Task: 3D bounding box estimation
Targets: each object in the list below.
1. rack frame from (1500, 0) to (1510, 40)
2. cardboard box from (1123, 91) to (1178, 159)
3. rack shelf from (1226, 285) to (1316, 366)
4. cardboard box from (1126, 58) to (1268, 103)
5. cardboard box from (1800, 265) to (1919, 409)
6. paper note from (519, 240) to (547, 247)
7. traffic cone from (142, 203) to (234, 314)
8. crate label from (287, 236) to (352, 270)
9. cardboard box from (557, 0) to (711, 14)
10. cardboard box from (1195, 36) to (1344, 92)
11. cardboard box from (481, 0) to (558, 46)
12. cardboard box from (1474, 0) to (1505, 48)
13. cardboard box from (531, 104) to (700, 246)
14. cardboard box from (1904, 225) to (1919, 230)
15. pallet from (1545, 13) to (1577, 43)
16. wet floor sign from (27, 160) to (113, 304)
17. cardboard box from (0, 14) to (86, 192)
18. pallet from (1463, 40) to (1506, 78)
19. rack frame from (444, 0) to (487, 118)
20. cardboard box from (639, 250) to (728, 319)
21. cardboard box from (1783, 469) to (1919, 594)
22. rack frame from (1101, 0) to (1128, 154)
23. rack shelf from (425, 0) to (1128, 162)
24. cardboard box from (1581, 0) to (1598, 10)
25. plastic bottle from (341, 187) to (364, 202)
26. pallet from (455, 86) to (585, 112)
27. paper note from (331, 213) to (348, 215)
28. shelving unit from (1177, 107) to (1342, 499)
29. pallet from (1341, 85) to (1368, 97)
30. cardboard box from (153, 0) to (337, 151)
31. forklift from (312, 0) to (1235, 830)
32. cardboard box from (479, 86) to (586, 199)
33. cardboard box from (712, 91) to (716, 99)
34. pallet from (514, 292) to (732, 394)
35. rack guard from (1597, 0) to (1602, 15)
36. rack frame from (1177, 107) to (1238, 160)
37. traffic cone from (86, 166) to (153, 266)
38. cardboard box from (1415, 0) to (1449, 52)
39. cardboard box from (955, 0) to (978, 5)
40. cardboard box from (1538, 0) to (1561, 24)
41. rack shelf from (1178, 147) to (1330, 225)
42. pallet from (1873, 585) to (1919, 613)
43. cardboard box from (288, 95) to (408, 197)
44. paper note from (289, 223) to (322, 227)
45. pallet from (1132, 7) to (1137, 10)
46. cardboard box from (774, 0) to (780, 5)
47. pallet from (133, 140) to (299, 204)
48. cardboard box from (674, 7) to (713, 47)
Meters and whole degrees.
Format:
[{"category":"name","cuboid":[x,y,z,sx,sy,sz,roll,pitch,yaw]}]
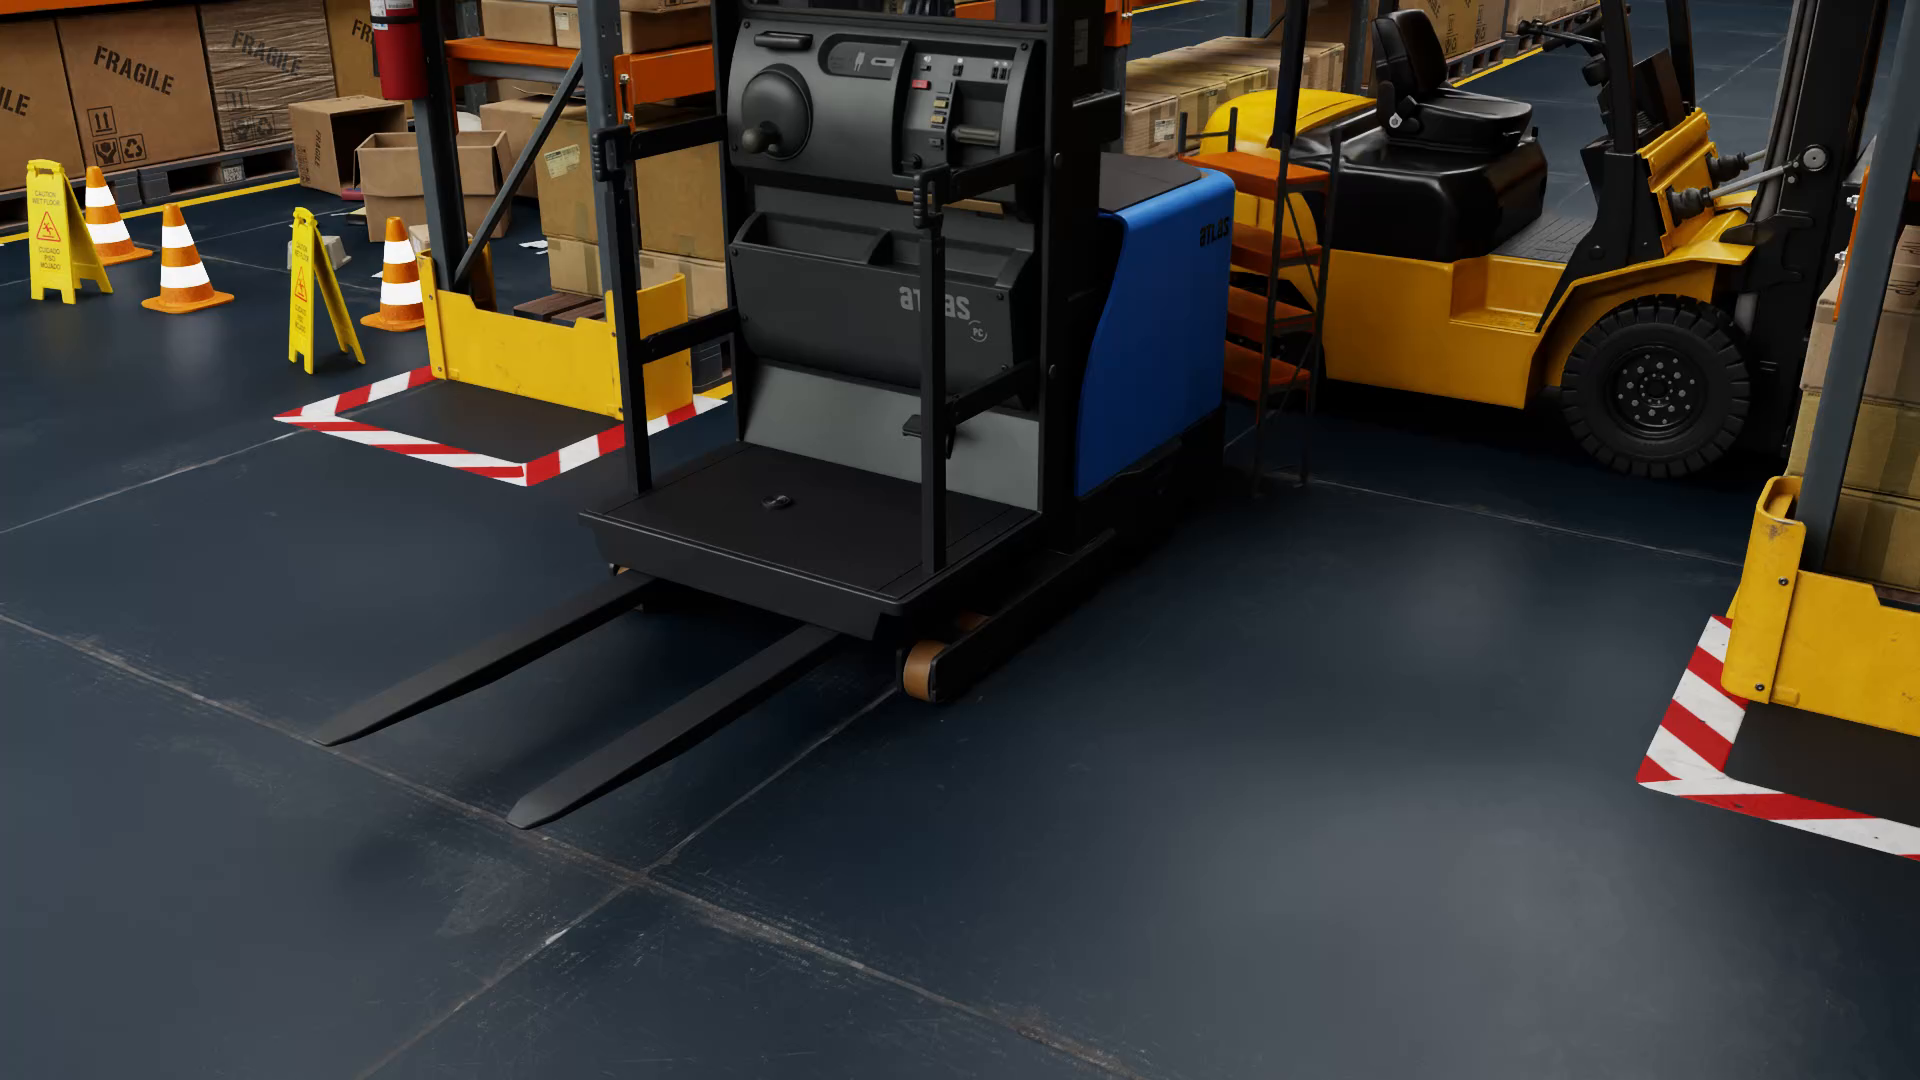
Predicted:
[{"category":"rack frame","cuboid":[4.685,-6.014,15.367,1.000,3.000,0.127,14,27,29]},{"category":"cardboard box","cuboid":[0.739,-2.479,9.979,0.950,0.372,0.625,14,27,30]},{"category":"rack shelf","cuboid":[0.953,-0.735,5.601,0.258,0.148,0.480,-14,27,-30]},{"category":"cardboard box","cuboid":[1.481,-2.957,11.084,0.950,0.372,0.625,15,28,31]},{"category":"cardboard box","cuboid":[2.552,-0.536,4.386,0.500,0.250,0.500,15,28,31]},{"category":"paper note","cuboid":[-2.262,-1.588,8.894,0.142,0.019,0.148,-17,29,-35]},{"category":"traffic cone","cuboid":[-3.637,-1.333,7.747,0.336,0.463,0.334,14,27,29]},{"category":"crate label","cuboid":[-3.275,-1.462,8.455,0.250,0.136,0.298,1,23,2]},{"category":"cardboard box","cuboid":[-1.160,-2.248,6.168,0.500,0.500,0.500,13,27,28]},{"category":"cardboard box","cuboid":[2.268,-3.462,12.252,0.950,0.372,0.625,12,26,25]},{"category":"cardboard box","cuboid":[-1.630,-2.020,6.456,0.380,0.149,0.250,15,28,31]},{"category":"cardboard box","cuboid":[4.426,-5.006,15.184,0.875,0.875,0.875,15,27,31]},{"category":"cardboard box","cuboid":[-1.444,-1.564,7.076,0.500,0.500,0.500,14,27,29]},{"category":"cardboard box","cuboid":[3.074,-0.882,5.185,0.500,0.250,0.500,14,27,30]},{"category":"pallet","cuboid":[5.795,-5.388,17.431,1.003,0.211,1.213,14,27,29]},{"category":"wet floor sign","cuboid":[-4.237,-1.462,7.816,0.267,0.644,0.232,9,25,20]},{"category":"cardboard box","cuboid":[-5.602,-2.428,9.228,0.875,0.875,0.875,14,27,29]},{"category":"pallet","cuboid":[4.342,-4.458,15.283,1.003,0.211,1.213,14,27,29]},{"category":"rack frame","cuboid":[-3.794,-4.317,11.447,1.000,3.000,0.127,14,27,29]},{"category":"cardboard box","cuboid":[-0.985,-1.109,6.969,0.500,0.250,0.500,14,27,29]},{"category":"cardboard box","cuboid":[2.553,-0.081,4.594,0.500,0.250,0.500,14,27,29]},{"category":"rack frame","cuboid":[0.465,-3.314,9.130,1.000,3.000,0.127,14,27,29]},{"category":"rack shelf","cuboid":[-0.590,-2.309,7.714,1.077,0.370,4.000,14,27,29]},{"category":"cardboard box","cuboid":[6.531,-6.138,18.348,0.875,0.438,0.875,13,27,27]},{"category":"plastic bottle","cuboid":[-3.535,-2.063,9.939,0.283,0.061,0.133,5,24,11]},{"category":"pallet","cuboid":[-3.451,-3.314,12.639,1.003,0.211,1.213,14,27,29]},{"category":"paper note","cuboid":[-3.556,-1.877,9.574,0.123,0.001,0.032,-12,26,-26]},{"category":"shelving unit","cuboid":[0.954,-0.797,5.575,0.258,1.200,0.503,-14,27,-30]},{"category":"pallet","cuboid":[3.055,-3.635,13.381,1.003,0.211,1.213,14,27,29]},{"category":"cardboard box","cuboid":[-4.657,-3.032,10.625,0.875,0.875,0.875,14,27,29]},{"category":"forklift","cuboid":[-0.338,-1.137,4.187,1.130,2.935,3.031,14,27,30]},{"category":"cardboard box","cuboid":[-2.383,-2.322,9.809,0.797,0.637,0.503,14,27,29]},{"category":"cardboard box","cuboid":[-1.172,-2.084,7.460,0.380,0.149,0.250,14,27,30]},{"category":"pallet","cuboid":[-1.147,-0.977,7.241,1.003,0.211,1.213,14,27,29]},{"category":"rack guard","cuboid":[6.807,-6.225,19.001,1.175,0.500,0.348,14,27,29]},{"category":"rack frame","cuboid":[0.822,-0.878,5.763,0.240,1.200,0.015,-14,27,-30]},{"category":"traffic cone","cuboid":[-4.417,-1.685,8.560,0.336,0.463,0.334,14,27,29]},{"category":"cardboard box","cuboid":[3.484,-4.398,13.779,0.875,0.875,0.875,14,27,30]},{"category":"cardboard box","cuboid":[-0.139,-2.603,7.803,0.380,0.149,0.250,13,27,28]},{"category":"cardboard box","cuboid":[5.579,-5.523,16.929,0.875,0.438,0.875,13,27,27]},{"category":"rack shelf","cuboid":[0.958,-1.158,5.421,0.258,0.148,0.480,-14,27,-30]},{"category":"pallet","cuboid":[2.941,0.087,4.782,1.003,0.211,1.213,14,27,29]},{"category":"cardboard box","cuboid":[-3.741,-2.432,10.236,0.500,0.500,0.500,20,30,38]},{"category":"paper note","cuboid":[-3.656,-1.763,9.287,0.142,0.017,0.144,-17,29,-35]},{"category":"pallet","cuboid":[1.393,-6.385,19.734,1.003,0.211,1.213,14,27,29]},{"category":"cardboard box","cuboid":[-0.787,-2.157,6.773,0.380,0.149,0.250,14,27,30]},{"category":"pallet","cuboid":[-4.904,-2.384,10.491,1.003,0.211,1.213,14,27,29]},{"category":"cardboard box","cuboid":[-1.169,-2.008,6.430,0.380,0.149,0.250,14,27,30]}]
